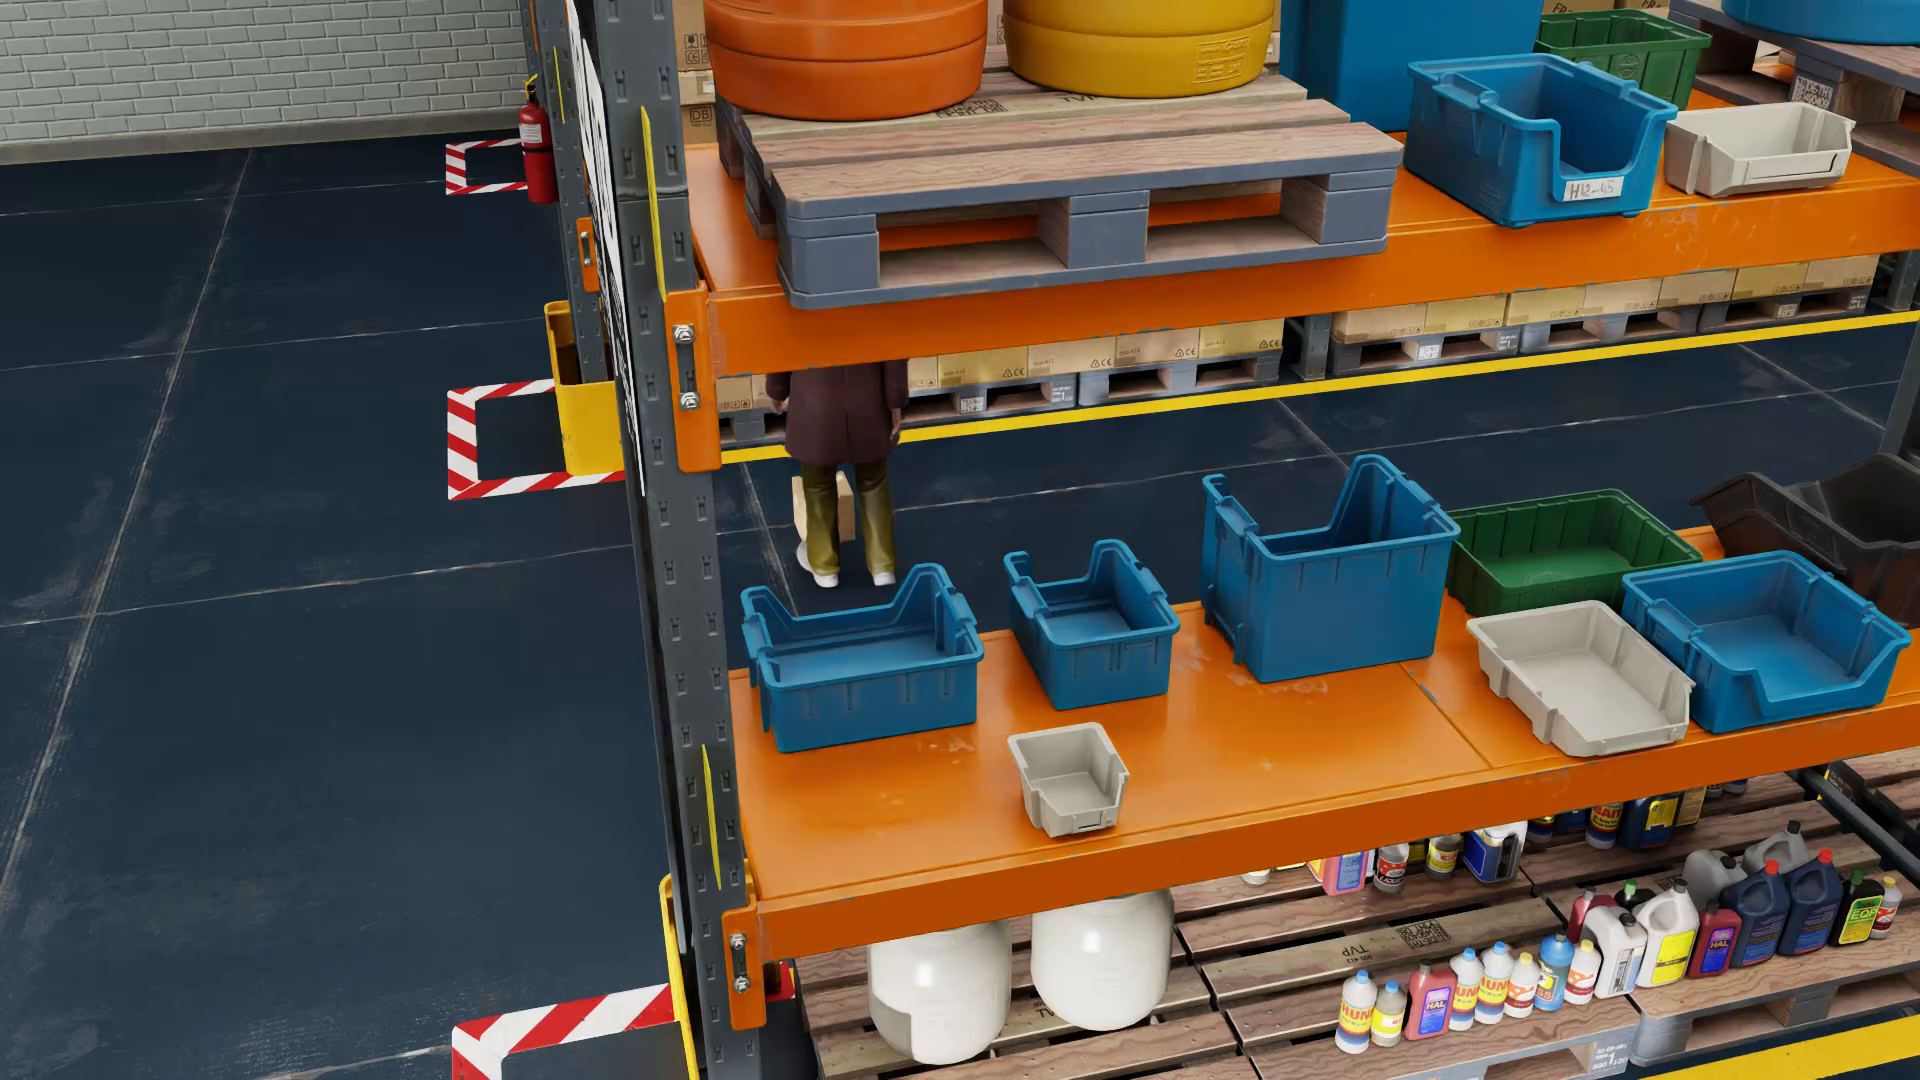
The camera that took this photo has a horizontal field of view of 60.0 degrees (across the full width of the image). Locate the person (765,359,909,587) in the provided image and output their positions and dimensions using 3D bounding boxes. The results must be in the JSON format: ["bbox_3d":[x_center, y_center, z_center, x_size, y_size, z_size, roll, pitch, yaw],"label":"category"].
[{"bbox_3d":[-0.539,-0.589,7.198,0.589,1.838,0.500,-8,31,-13],"label":"person"}]
